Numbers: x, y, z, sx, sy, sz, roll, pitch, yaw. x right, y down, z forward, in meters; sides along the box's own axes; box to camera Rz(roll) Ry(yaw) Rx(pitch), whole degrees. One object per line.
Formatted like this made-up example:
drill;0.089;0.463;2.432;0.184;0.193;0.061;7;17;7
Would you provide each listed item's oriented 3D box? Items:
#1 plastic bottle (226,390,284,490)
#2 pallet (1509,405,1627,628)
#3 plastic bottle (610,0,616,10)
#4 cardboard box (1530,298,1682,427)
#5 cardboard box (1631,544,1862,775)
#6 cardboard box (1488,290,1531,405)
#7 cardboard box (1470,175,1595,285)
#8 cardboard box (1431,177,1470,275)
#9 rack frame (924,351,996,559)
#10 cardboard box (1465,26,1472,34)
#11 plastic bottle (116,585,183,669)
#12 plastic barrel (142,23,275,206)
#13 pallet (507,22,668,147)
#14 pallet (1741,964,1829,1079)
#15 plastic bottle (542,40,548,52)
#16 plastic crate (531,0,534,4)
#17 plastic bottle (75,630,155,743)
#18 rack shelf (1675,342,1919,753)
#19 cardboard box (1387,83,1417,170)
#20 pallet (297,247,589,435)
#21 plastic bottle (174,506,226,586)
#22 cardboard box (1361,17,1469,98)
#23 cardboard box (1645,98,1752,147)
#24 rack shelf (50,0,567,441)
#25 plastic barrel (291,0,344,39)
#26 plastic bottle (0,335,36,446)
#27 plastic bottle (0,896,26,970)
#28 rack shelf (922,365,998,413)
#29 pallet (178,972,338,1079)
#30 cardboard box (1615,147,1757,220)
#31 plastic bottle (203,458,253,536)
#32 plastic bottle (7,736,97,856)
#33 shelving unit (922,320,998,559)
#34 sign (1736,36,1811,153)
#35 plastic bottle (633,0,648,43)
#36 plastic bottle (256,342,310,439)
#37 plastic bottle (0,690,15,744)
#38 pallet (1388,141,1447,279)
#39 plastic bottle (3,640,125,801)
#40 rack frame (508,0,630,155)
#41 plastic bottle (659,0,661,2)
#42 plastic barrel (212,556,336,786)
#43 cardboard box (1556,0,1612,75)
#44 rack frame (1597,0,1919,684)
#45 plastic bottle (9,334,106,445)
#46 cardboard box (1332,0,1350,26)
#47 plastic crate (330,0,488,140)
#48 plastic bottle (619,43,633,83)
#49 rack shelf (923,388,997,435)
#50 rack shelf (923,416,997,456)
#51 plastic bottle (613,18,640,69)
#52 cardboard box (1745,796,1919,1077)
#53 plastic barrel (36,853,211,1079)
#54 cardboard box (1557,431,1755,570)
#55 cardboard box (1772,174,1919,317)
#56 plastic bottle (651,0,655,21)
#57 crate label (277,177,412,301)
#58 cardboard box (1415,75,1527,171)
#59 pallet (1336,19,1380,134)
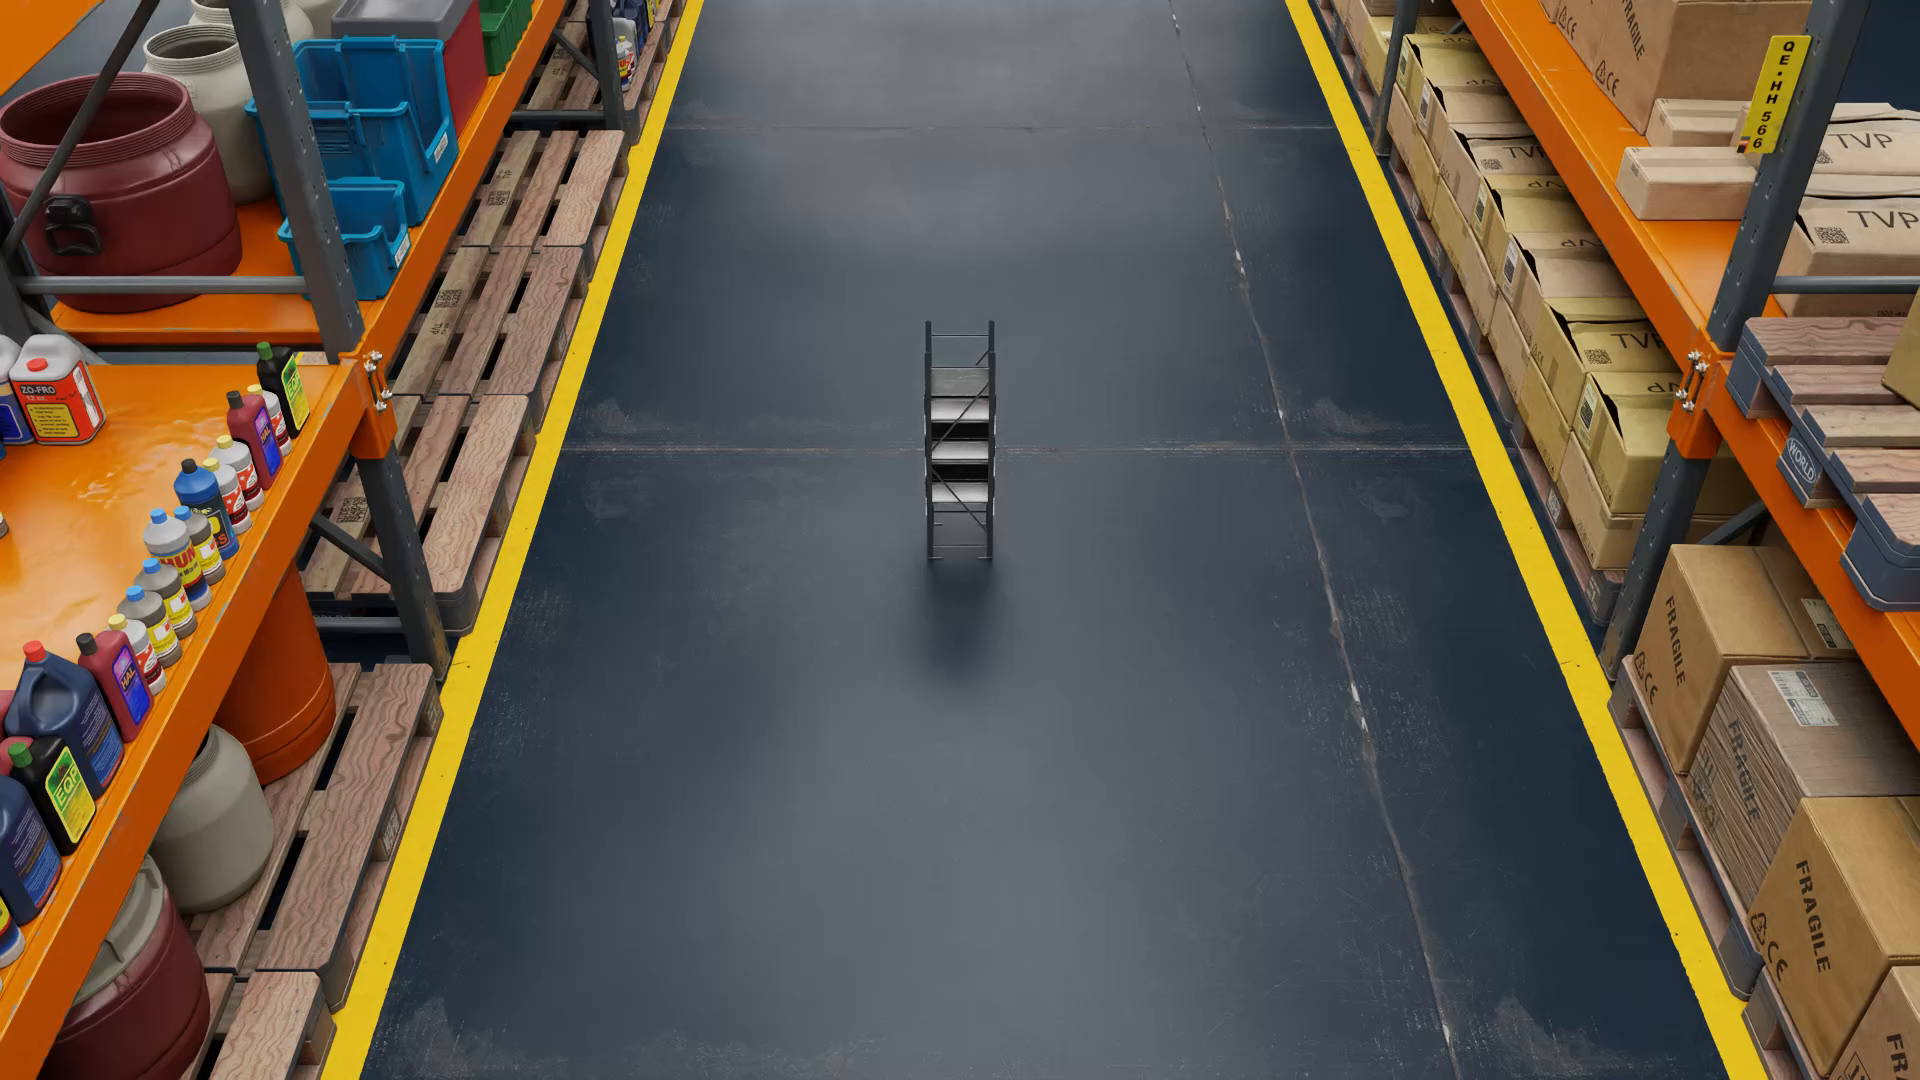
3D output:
plastic bottle;-1.826;-0.279;4.293;0.061;0.283;0.133;0;39;0
pallet;2.738;-0.149;6.268;1.003;0.211;1.213;0;39;0
plastic bottle;-1.965;-2.926;9.332;0.097;0.271;0.097;0;39;0
cardboard box;2.446;-0.685;6.120;0.500;0.311;0.500;-1;39;-1
cardboard box;2.415;0.366;5.042;0.500;0.500;0.500;2;39;2
cardboard box;2.454;-0.779;6.687;0.500;0.250;0.500;1;39;1
cardboard box;2.450;-1.314;6.905;0.500;0.311;0.500;1;39;1
cardboard box;2.451;-1.419;7.485;0.500;0.250;0.500;-1;39;-1
rack frame;0.000;-0.282;5.883;0.240;0.900;0.006;0;39;0
cardboard box;2.998;-2.605;8.965;0.500;0.250;0.500;0;39;0
plastic bottle;-1.844;0.190;3.773;0.097;0.201;0.097;0;39;0
plastic barrel;-2.468;-1.408;5.519;0.421;0.512;0.421;0;39;0
pallet;-2.217;-2.555;9.269;1.003;0.211;1.213;0;39;0
pallet;2.661;1.593;4.093;1.003;0.211;1.213;0;39;0
plastic bottle;-2.399;-2.870;9.259;0.152;0.276;0.135;0;39;0
plastic crate;-1.946;-2.527;7.017;0.392;0.384;0.575;0;39;0
plastic bottle;-1.825;0.291;3.581;0.061;0.283;0.133;0;39;0
rack shelf;2.702;0.809;3.417;1.077;0.370;4.000;0;39;0
cardboard box;2.448;-2.063;8.288;0.500;0.250;0.500;-1;39;-1
pallet;-2.214;-0.879;7.178;1.003;0.211;1.213;0;39;0
plastic bottle;-1.844;0.008;4.000;0.097;0.201;0.097;0;39;0
cardboard box;2.476;-2.605;8.965;0.500;0.250;0.500;0;39;0
cardboard box;2.642;-1.422;5.827;0.380;0.149;0.250;3;39;3
rack shelf;-2.256;-1.691;6.537;1.077;0.370;4.000;0;39;0
plastic barrel;-2.475;-1.948;6.174;0.433;0.535;0.433;0;39;0
plastic bottle;-2.576;-0.402;4.452;0.152;0.276;0.135;0;39;0
plastic bottle;-1.843;0.683;3.102;0.097;0.271;0.097;0;39;0
rack shelf;0.000;-0.531;5.814;0.258;0.077;0.200;0;39;0
pallet;-2.212;1.621;4.059;1.003;0.211;1.213;0;39;0
cardboard box;2.423;-1.187;5.533;0.380;0.149;0.250;0;39;0
plastic bottle;-1.844;-0.114;4.152;0.097;0.201;0.097;0;39;0
plastic bottle;-1.825;0.491;3.333;0.061;0.283;0.133;0;39;0
shelving unit;0.000;-0.346;5.962;0.258;0.900;0.210;0;39;0
sign;2.145;-1.172;4.388;0.100;0.325;0.005;0;39;0
plastic bottle;-1.844;-2.984;9.341;0.144;0.351;0.185;-2;39;-2
plastic bottle;-1.826;-0.423;4.473;0.061;0.283;0.133;0;39;0
plastic bottle;-1.969;0.407;3.437;0.061;0.283;0.133;0;39;0
pallet;2.735;-1.675;8.172;1.003;0.211;1.213;0;39;0
plastic bottle;-1.867;0.365;3.436;0.144;0.351;0.185;0;39;0
rack frame;-2.258;-3.223;7.873;1.000;3.000;0.127;0;39;0
plastic bottle;-1.845;-3.366;9.818;0.144;0.351;0.185;1;39;2
plastic barrel;-2.236;0.267;4.917;0.600;0.830;0.708;0;39;0
cardboard box;2.681;-2.140;6.442;0.500;0.500;0.500;0;39;0
rack frame;2.700;-0.723;4.753;1.000;3.000;0.127;0;39;0
plastic bottle;-2.424;-0.402;4.453;0.152;0.276;0.135;0;39;0
cardboard box;2.470;-3.230;9.745;0.500;0.250;0.500;0;39;0
plastic crate;-1.949;-1.757;5.993;0.402;0.464;0.583;0;39;0
plastic bottle;-1.820;-2.566;8.939;0.097;0.201;0.097;0;39;0
rack shelf;0.000;-0.461;5.871;0.258;0.077;0.200;0;39;0
rack shelf;0.000;-0.390;5.927;0.258;0.077;0.200;0;39;0
plastic bottle;-1.848;-2.733;9.088;0.152;0.276;0.135;1;39;2
cardboard box;2.416;1.007;4.242;0.500;0.500;0.500;-1;39;-1
plastic barrel;-2.235;1.068;4.111;0.600;0.588;0.708;0;39;0
cardboard box;2.455;-0.142;5.892;0.500;0.250;0.500;1;39;1
cardboard box;2.743;-0.915;5.065;0.500;0.311;0.500;2;39;3
plastic bottle;-1.821;-3.103;9.609;0.097;0.201;0.097;0;39;0
crate label;-1.879;-0.920;5.133;0.303;0.233;0.416;0;39;0
cardboard box;2.442;-1.962;7.714;0.500;0.311;0.500;0;39;-1
pallet;2.736;-2.633;9.367;1.003;0.211;1.213;0;39;0
